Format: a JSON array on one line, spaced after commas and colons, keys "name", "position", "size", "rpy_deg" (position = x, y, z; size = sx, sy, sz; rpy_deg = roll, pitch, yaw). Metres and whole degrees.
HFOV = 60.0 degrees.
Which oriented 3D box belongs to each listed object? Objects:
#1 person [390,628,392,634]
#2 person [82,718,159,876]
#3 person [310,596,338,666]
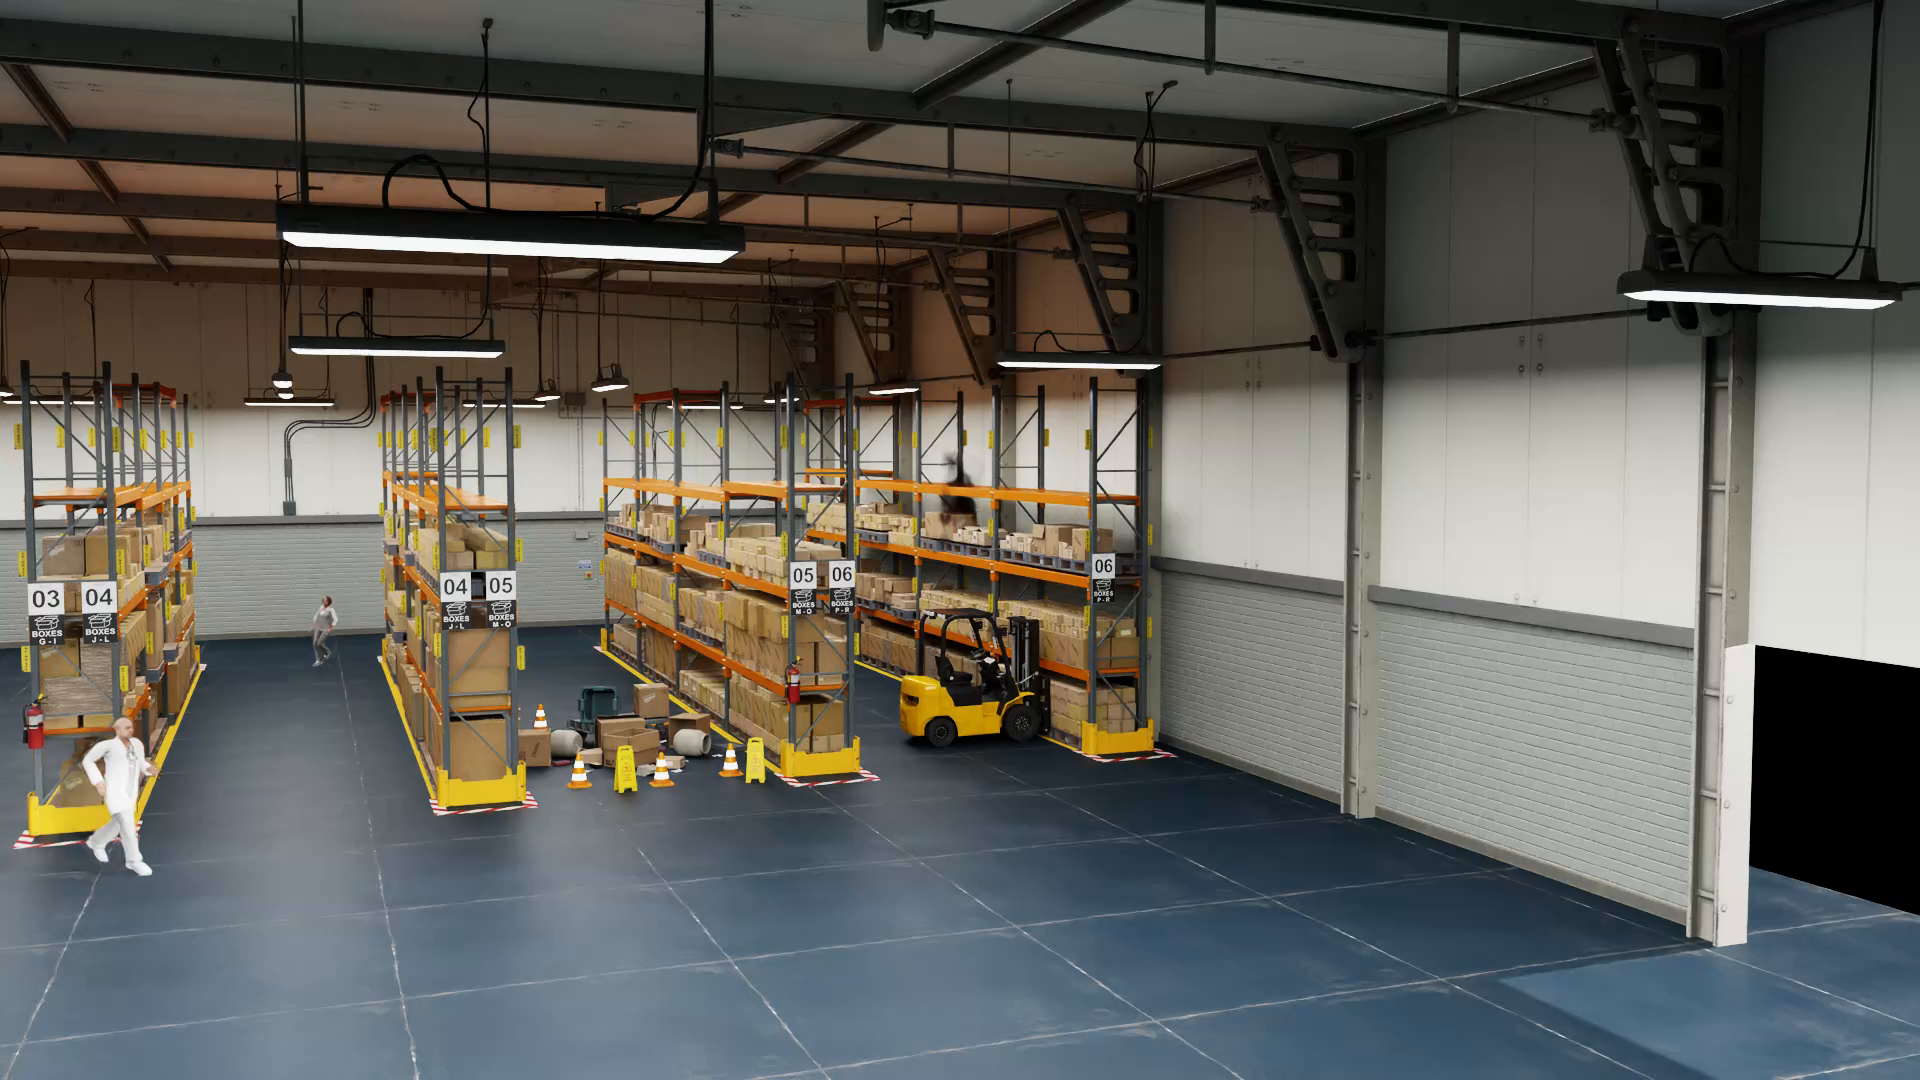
[{"name": "person", "position": [-13.083, 1.832, 38.922], "size": [0.781, 1.711, 0.626], "rpy_deg": [-1, 4, -14]}, {"name": "person", "position": [-9.793, 2.953, 19.331], "size": [1.051, 1.795, 0.666], "rpy_deg": [1, 4, 18]}, {"name": "person", "position": [-14.146, 2.023, 36.937], "size": [0.600, 1.549, 0.465], "rpy_deg": [1, 4, 18]}]
